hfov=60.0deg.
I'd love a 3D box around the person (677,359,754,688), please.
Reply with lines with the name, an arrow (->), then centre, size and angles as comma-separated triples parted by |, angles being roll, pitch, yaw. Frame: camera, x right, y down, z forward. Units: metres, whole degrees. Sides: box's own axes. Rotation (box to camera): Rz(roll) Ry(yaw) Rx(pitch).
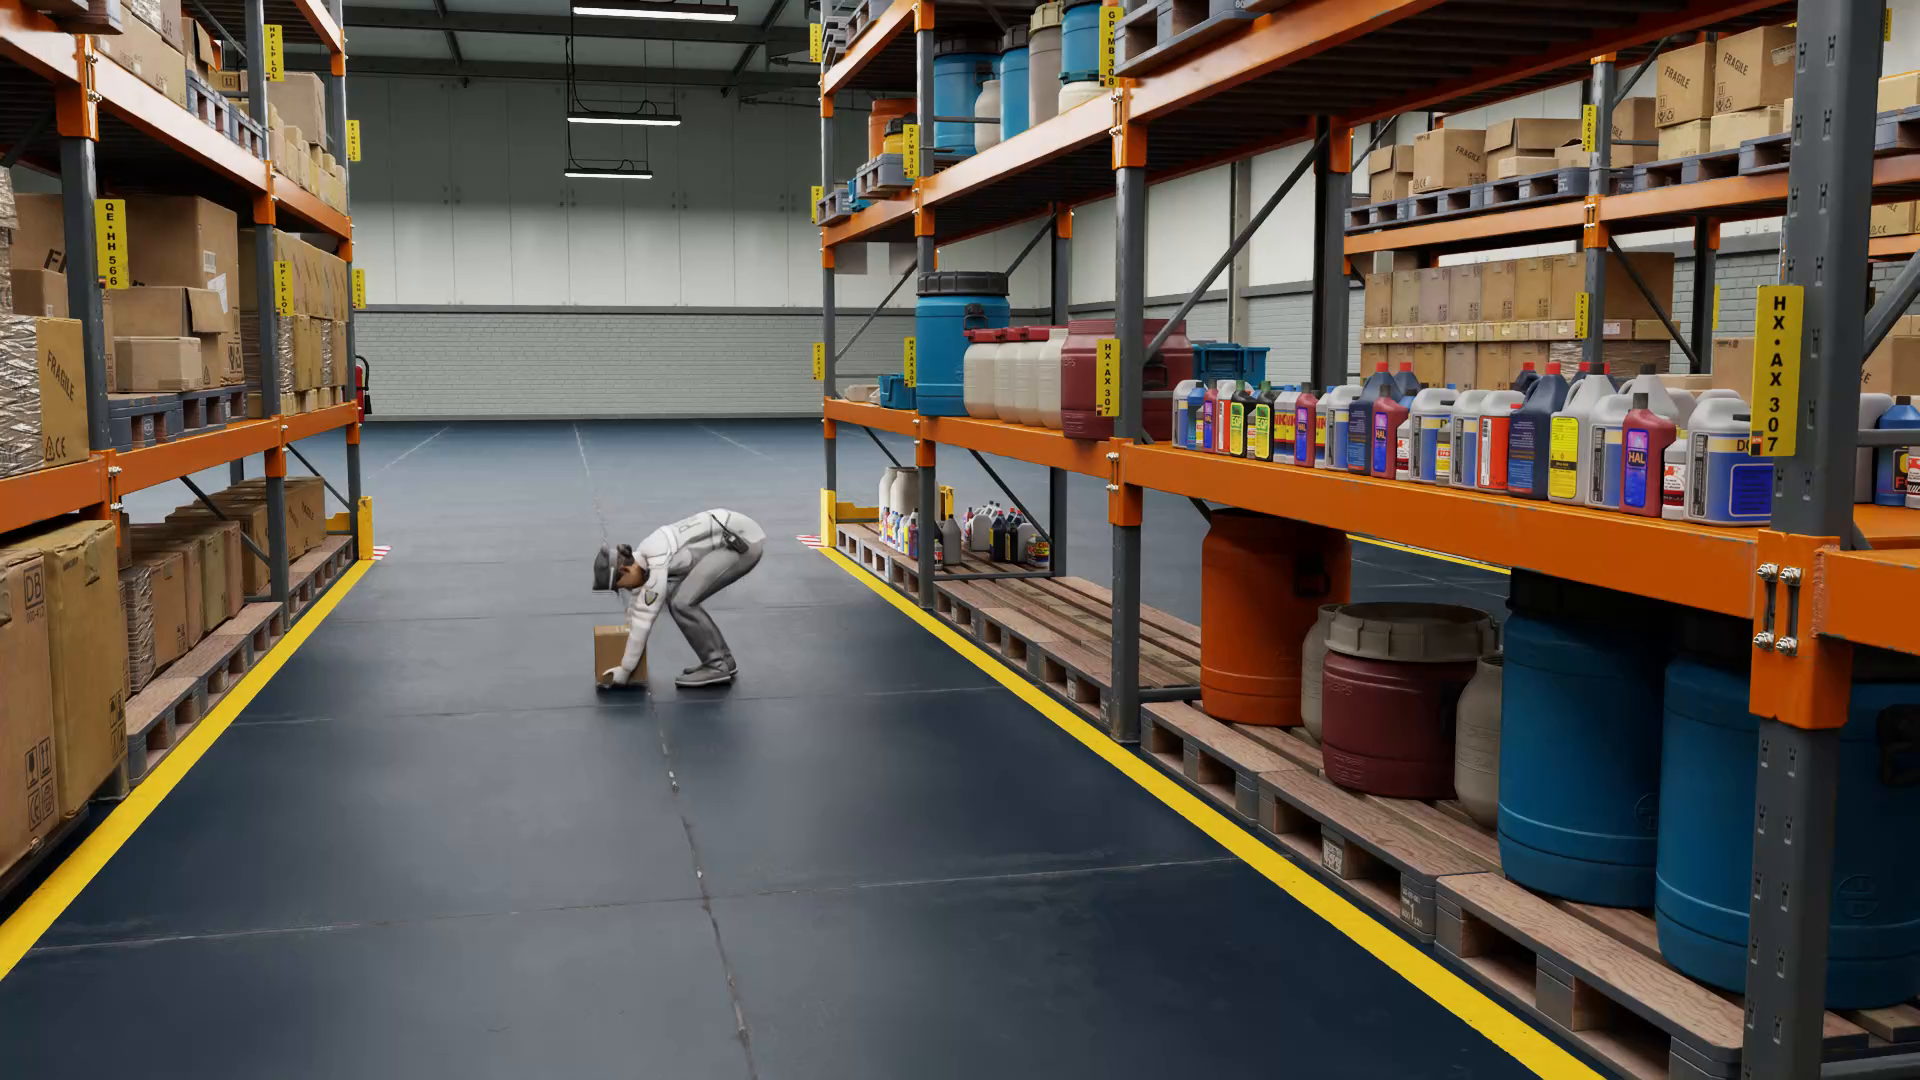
person -> -1.272, -0.091, 8.508 | 0.415, 1.661, 0.536 | -2, 7, -17
